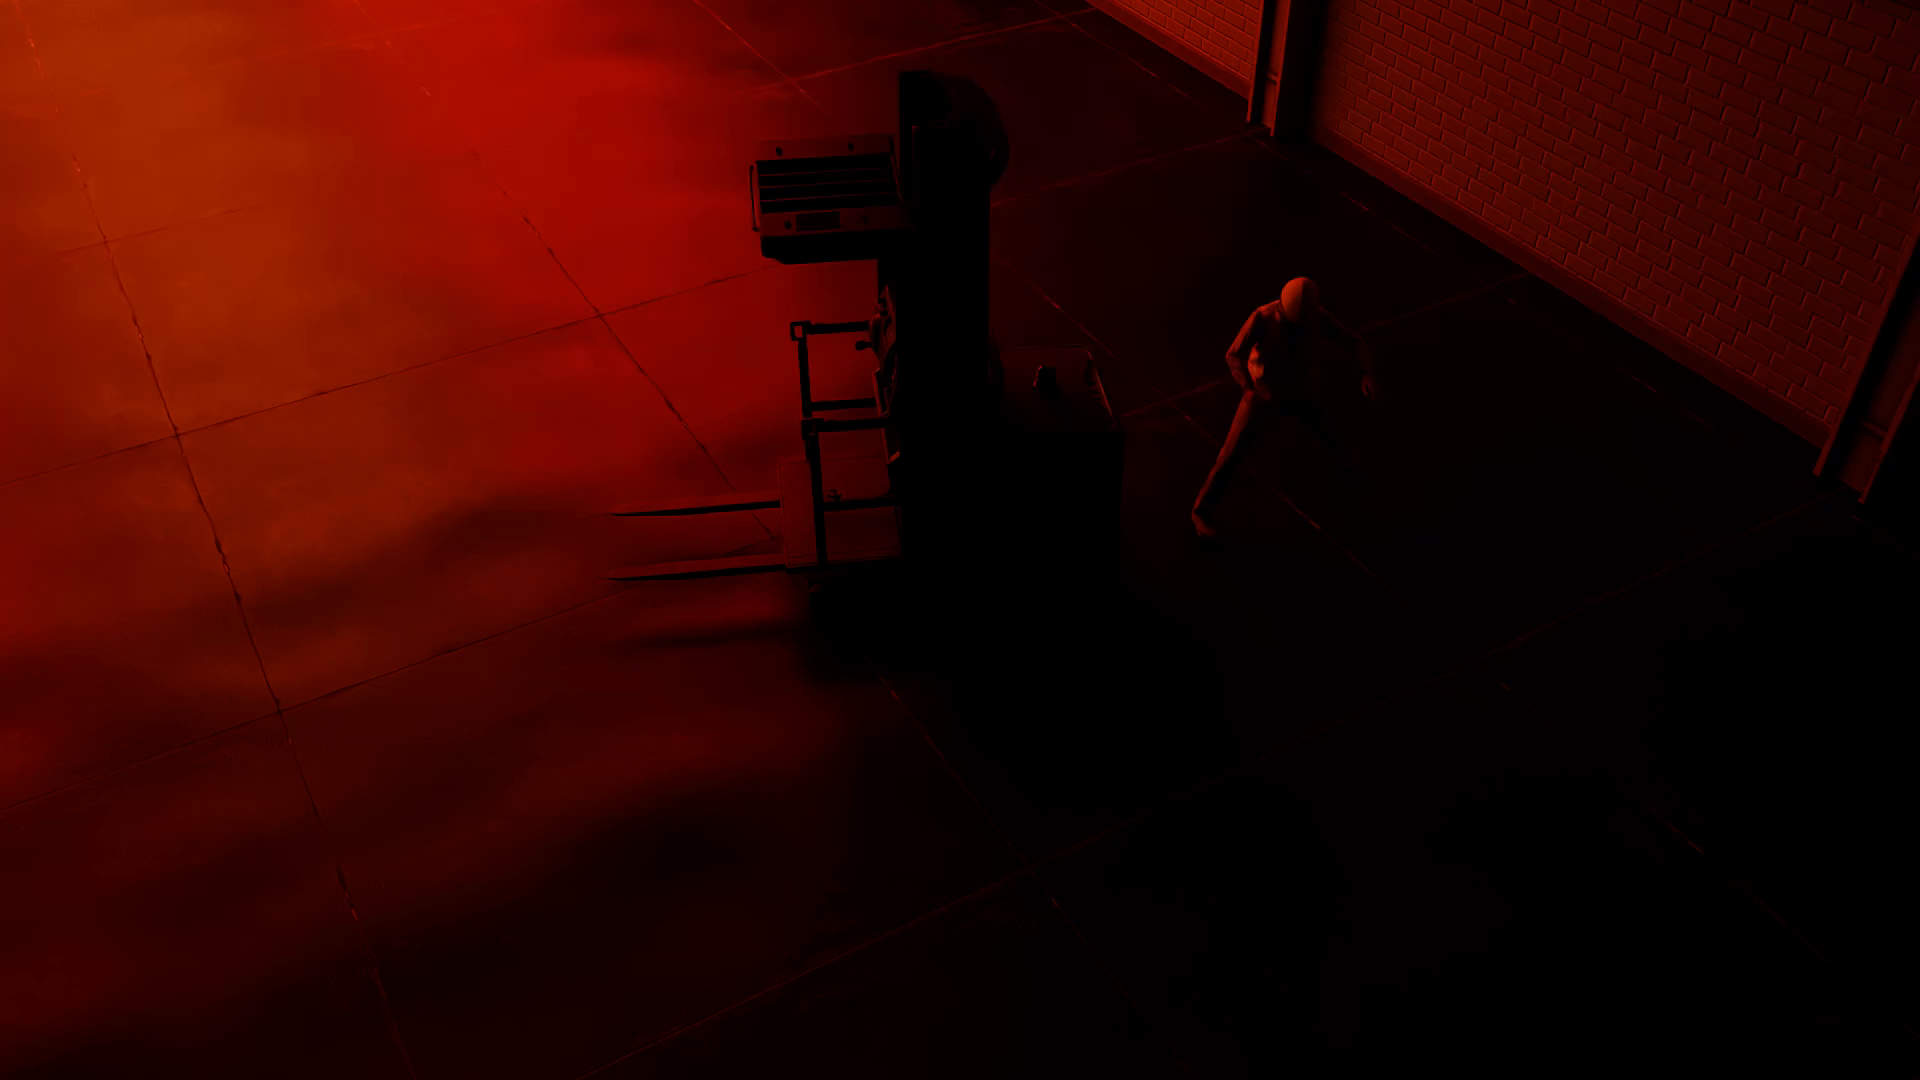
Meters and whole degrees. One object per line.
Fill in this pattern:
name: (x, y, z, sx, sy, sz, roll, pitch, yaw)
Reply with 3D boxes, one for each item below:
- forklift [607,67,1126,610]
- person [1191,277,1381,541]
forklift: (-0.604, -1.075, 9.332, 3.031, 2.935, 1.130, -5, 40, -6)
person: (2.055, -0.880, 10.161, 1.225, 1.570, 0.929, -2, 40, -2)
